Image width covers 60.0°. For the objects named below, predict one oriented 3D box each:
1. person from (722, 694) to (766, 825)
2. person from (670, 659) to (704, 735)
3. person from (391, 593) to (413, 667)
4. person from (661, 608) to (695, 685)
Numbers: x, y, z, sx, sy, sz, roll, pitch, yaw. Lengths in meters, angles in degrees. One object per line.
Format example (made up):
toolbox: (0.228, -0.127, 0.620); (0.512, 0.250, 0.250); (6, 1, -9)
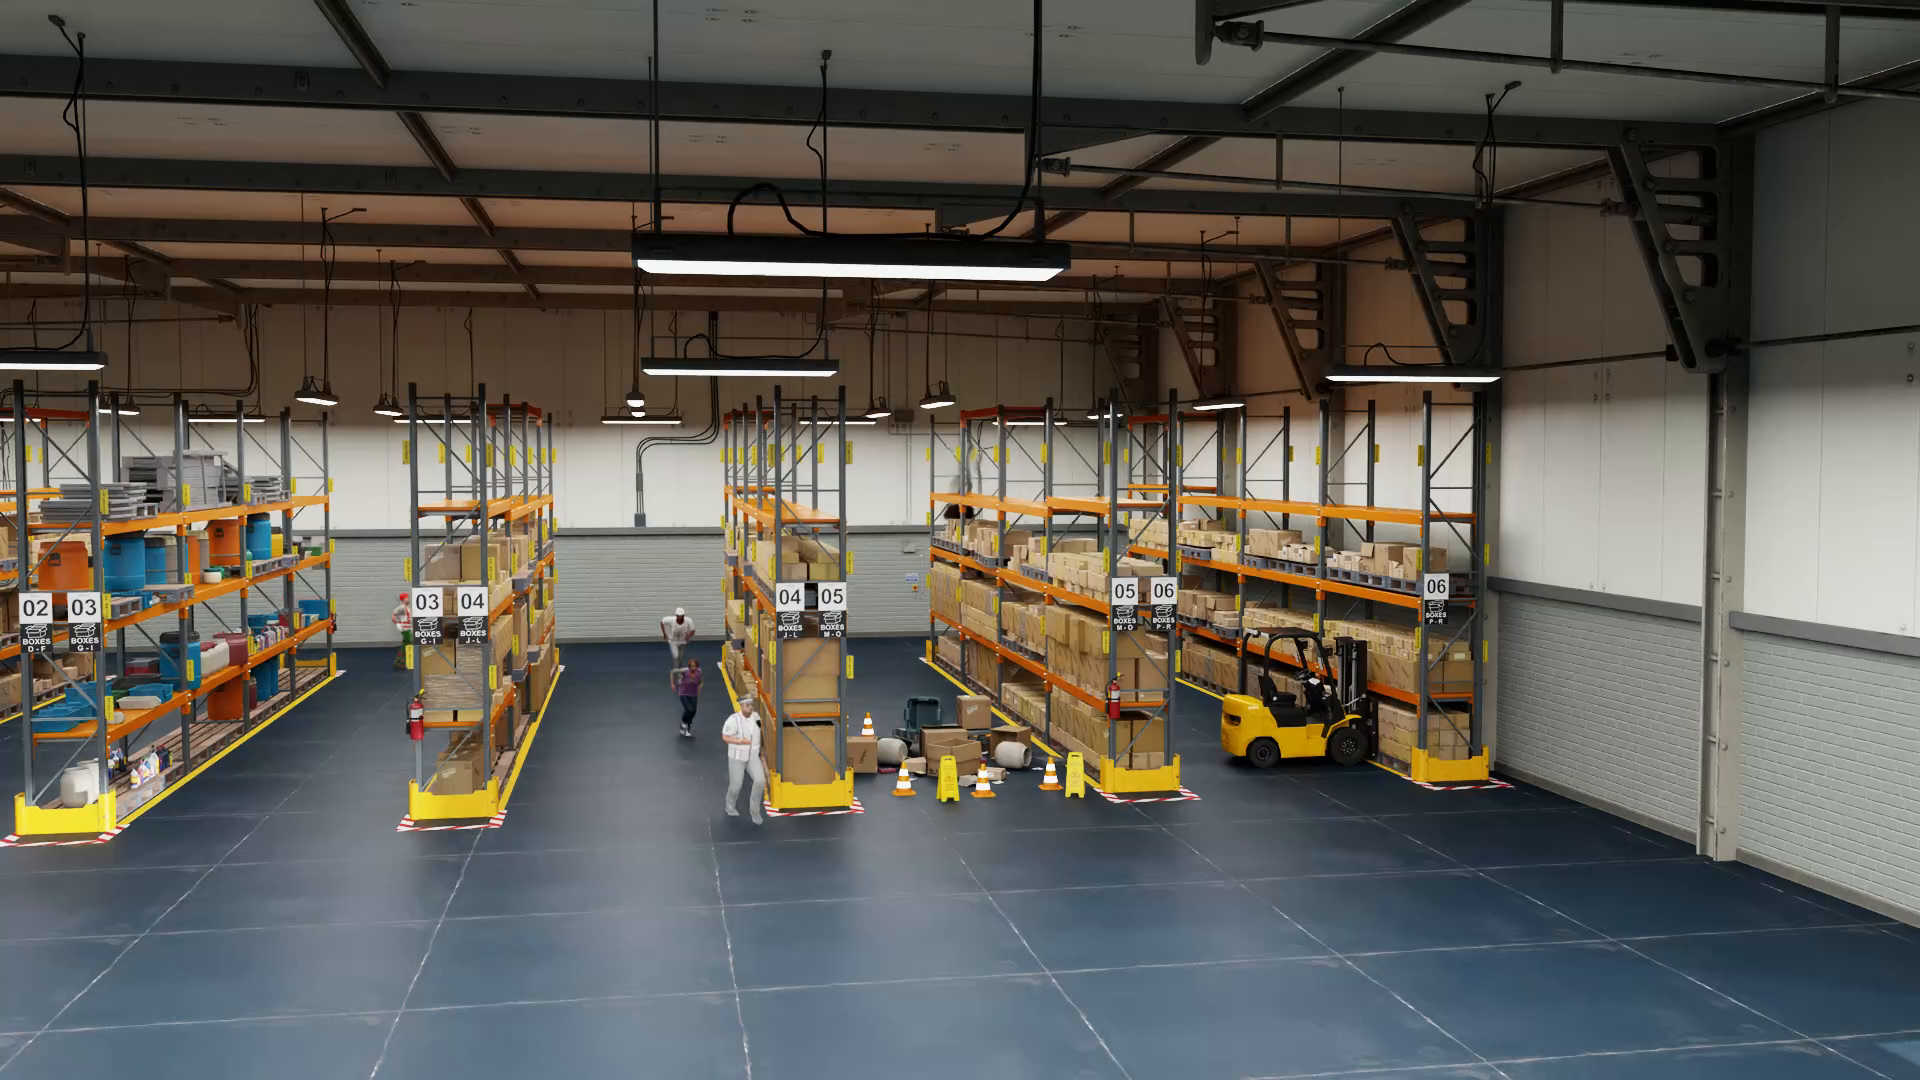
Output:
person: (-2.952, 2.988, 22.753); (0.678, 1.814, 0.836); (-2, 3, -31)
person: (-4.836, 2.791, 29.457); (0.566, 1.431, 0.830); (-1, 3, -27)
person: (-12.970, 2.130, 39.056); (0.706, 1.786, 0.649); (0, 3, -6)
person: (-6.245, 2.322, 36.812); (0.746, 1.715, 1.059); (-1, 3, -14)
